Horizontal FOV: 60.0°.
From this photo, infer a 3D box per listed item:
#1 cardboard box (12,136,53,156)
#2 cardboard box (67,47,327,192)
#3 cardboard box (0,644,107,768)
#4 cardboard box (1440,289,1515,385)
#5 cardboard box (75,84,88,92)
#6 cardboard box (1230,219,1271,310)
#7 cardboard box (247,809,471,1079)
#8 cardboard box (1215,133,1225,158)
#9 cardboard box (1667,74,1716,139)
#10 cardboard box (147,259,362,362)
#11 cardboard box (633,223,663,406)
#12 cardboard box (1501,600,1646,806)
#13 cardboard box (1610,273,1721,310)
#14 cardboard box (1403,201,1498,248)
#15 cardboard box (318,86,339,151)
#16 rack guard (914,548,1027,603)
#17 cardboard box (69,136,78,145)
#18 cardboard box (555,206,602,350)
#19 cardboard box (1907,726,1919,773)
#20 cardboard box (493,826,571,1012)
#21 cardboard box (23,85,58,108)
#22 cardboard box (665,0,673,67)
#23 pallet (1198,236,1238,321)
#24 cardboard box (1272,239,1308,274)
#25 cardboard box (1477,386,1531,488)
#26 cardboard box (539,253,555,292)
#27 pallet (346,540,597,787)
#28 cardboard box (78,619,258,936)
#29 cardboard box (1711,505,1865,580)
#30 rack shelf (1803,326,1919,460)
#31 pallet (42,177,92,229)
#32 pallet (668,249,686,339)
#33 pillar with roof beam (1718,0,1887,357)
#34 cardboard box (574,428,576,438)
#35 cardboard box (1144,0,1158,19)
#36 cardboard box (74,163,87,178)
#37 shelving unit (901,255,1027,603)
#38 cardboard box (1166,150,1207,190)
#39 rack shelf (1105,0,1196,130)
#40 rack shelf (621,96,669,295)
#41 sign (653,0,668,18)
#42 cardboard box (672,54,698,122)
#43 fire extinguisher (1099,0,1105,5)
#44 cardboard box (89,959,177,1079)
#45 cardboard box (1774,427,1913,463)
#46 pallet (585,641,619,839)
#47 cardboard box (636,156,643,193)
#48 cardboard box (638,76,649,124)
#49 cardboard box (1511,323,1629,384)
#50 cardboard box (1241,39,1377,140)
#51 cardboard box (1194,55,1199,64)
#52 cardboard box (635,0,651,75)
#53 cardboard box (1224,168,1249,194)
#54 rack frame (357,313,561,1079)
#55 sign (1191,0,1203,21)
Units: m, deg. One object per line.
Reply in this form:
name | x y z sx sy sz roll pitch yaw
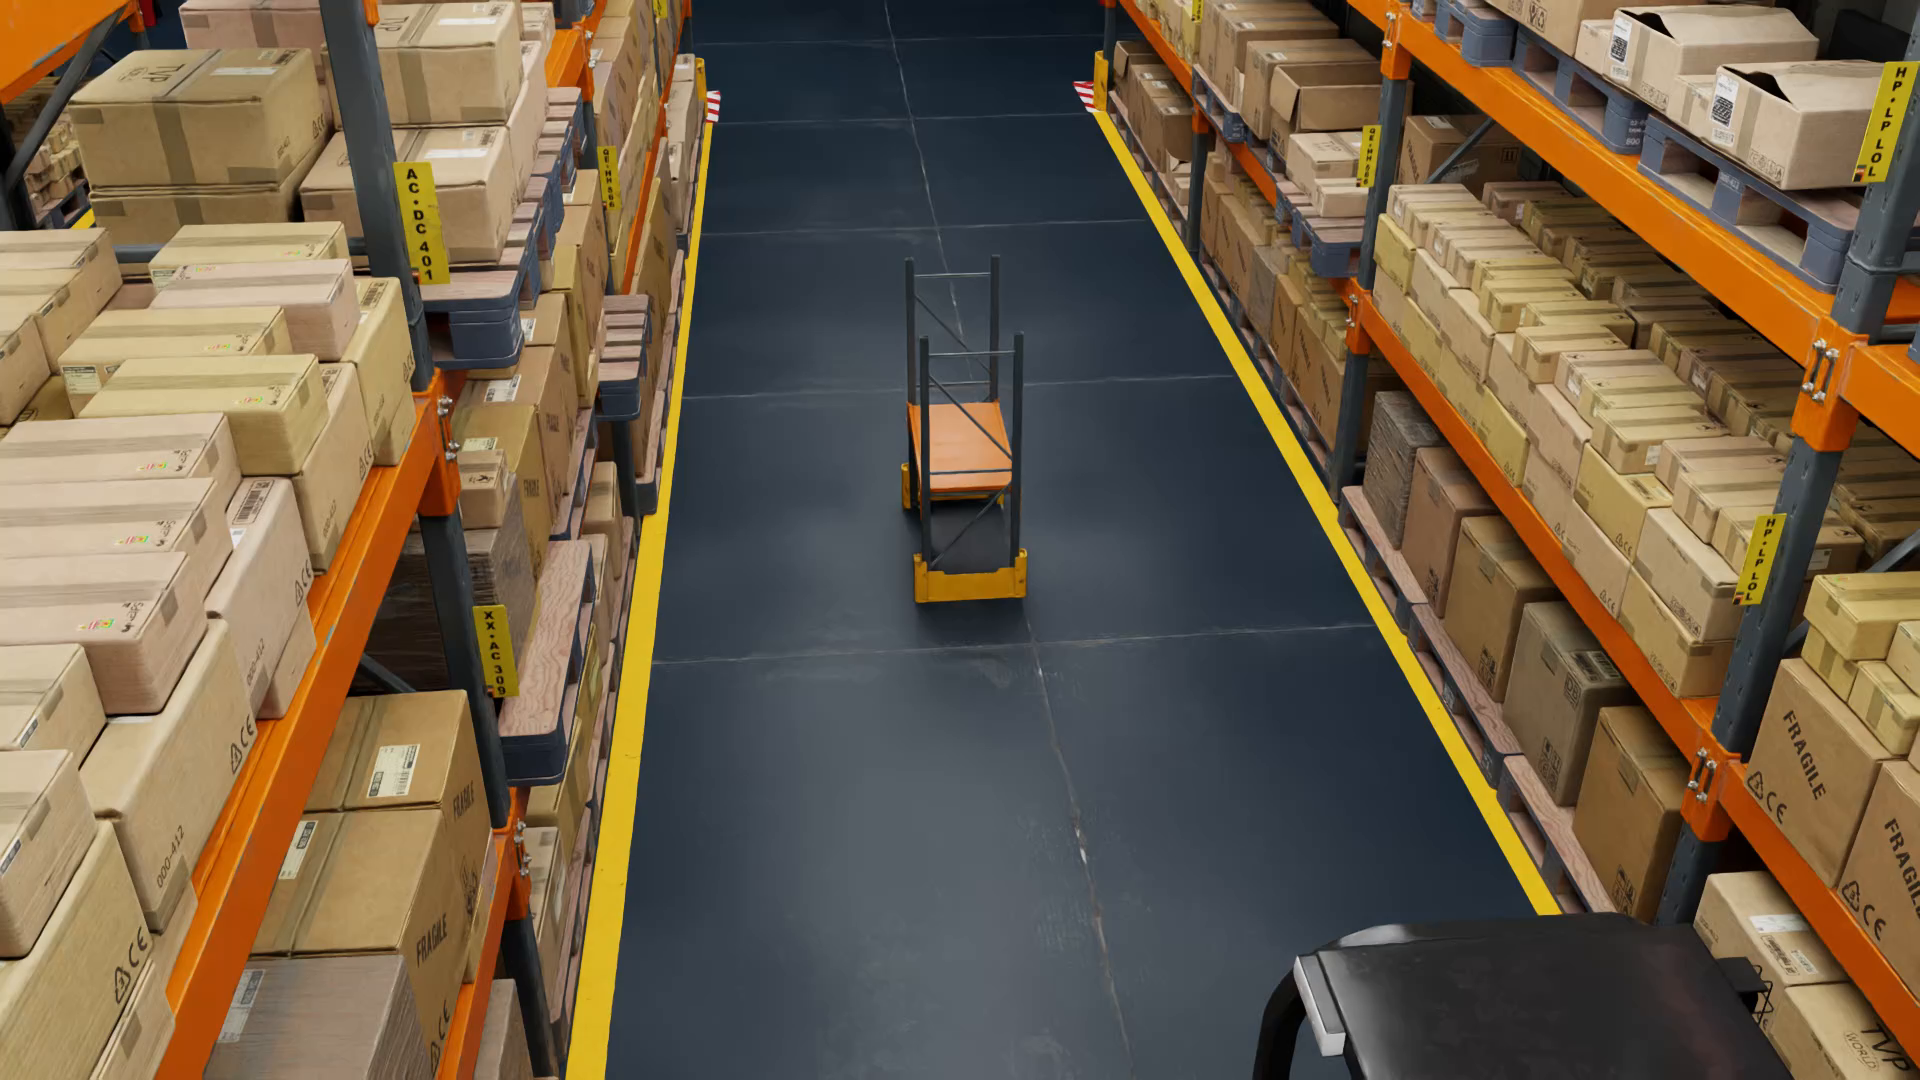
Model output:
cardboard box | -7.544 -3.130 13.356 0.380 0.149 0.250 -4 31 -7
cardboard box | -2.096 -1.174 4.614 0.500 0.250 0.500 -2 31 -3
cardboard box | -1.483 0.284 2.391 0.380 0.149 0.250 -2 31 -4
cardboard box | 2.527 -0.936 7.551 0.500 0.250 0.500 -4 31 -6
cardboard box | -7.687 -3.926 14.689 0.380 0.149 0.250 -2 31 -4
cardboard box | 2.202 -1.913 11.556 0.500 0.500 0.500 -4 31 -6
cardboard box | -1.571 1.041 4.195 0.500 0.500 0.500 -2 31 -3
cardboard box | 2.108 -2.910 12.303 0.380 0.149 0.250 -3 31 -5
cardboard box | 2.621 -1.456 5.575 0.380 0.149 0.250 -3 31 -5
cardboard box | -1.568 -0.508 3.717 0.380 0.149 0.250 -3 31 -6
cardboard box | -2.350 -1.388 10.312 0.875 0.875 0.875 -2 31 -4
cardboard box | 2.901 0.671 7.107 0.875 0.625 0.625 -3 31 -5
cardboard box | 3.129 -1.067 7.381 0.380 0.149 0.250 -3 31 -5
cardboard box | 2.415 -1.556 8.200 0.380 0.149 0.250 -2 31 -4
cardboard box | -2.156 -1.219 5.178 0.500 0.250 0.500 -2 31 -4
rack guard | 0.054 0.186 8.695 0.587 0.250 0.087 -3 31 -5
cardboard box | -7.505 -3.271 13.882 0.380 0.149 0.250 -1 31 -2
cardboard box | -1.911 -1.177 7.498 0.500 0.500 0.500 -3 31 -5
cardboard box | 2.872 0.612 4.570 0.380 0.149 0.250 -3 31 -5
cardboard box | -1.967 1.414 6.110 0.950 0.372 0.625 -2 31 -4
cardboard box | -8.099 -3.897 14.639 0.380 0.149 0.250 -2 31 -4
cardboard box | -2.489 -3.902 12.761 0.500 0.500 0.500 -3 31 -4
pallet | 2.392 -1.979 12.358 1.003 0.211 1.213 -3 31 -5
cardboard box | 2.258 -1.852 10.821 0.380 0.149 0.250 -4 31 -7
cardboard box | 2.595 -0.461 7.242 0.500 0.250 0.500 -2 31 -3
cardboard box | -1.855 -1.116 6.763 0.380 0.149 0.250 -4 31 -7
pallet | -1.842 0.419 5.810 1.003 0.211 1.213 -3 31 -5
cardboard box | -1.462 0.373 2.631 0.500 0.250 0.500 -2 31 -4
cardboard box | 2.773 0.009 5.579 0.380 0.149 0.250 -2 31 -3
rack shelf | 3.213 0.537 3.203 1.077 0.370 4.000 -3 31 -5
pallet | -7.797 -2.830 13.782 1.003 0.211 1.213 -3 31 -5
pallet | -2.516 -1.763 11.995 1.003 0.211 1.213 -3 31 -5
pillar with roof beam | -0.614 -3.295 5.990 9.100 9.000 0.400 -3 31 -5
cardboard box | -1.801 -0.437 6.892 0.380 0.149 0.250 -4 31 -6
cardboard box | 1.778 -4.550 14.187 0.380 0.149 0.250 -2 31 -3
cardboard box | -7.507 -3.143 13.957 0.380 0.149 0.250 -2 31 -4
shelving unit | 0.007 -0.605 8.800 0.587 1.500 1.083 -3 31 -5
cardboard box | 1.901 -3.049 13.686 0.396 0.266 0.258 -2 31 -3
rack shelf | 2.092 -4.302 14.229 1.077 0.370 4.000 -3 31 -5
rack shelf | -2.476 -2.020 10.409 1.077 0.370 4.000 -3 31 -5
sign | -2.124 -3.844 11.709 0.100 0.325 0.005 -3 31 -5
cardboard box | -2.875 -4.141 15.346 0.875 0.438 0.875 -4 31 -6
fire extinguisher | 1.431 -5.492 15.958 0.296 0.674 0.183 -3 31 -5
cardboard box | -1.374 0.752 2.386 0.380 0.149 0.250 -2 31 -4
cardboard box | 3.212 -0.284 6.070 0.380 0.149 0.250 -3 31 -5
pallet | -2.107 0.910 7.521 1.003 0.211 1.213 -3 31 -5
cardboard box | -2.243 -2.287 10.300 0.500 0.250 0.500 -3 31 -5
cardboard box | -2.271 -2.768 10.618 0.500 0.250 0.500 -2 31 -3
cardboard box | 2.522 -0.773 6.890 0.380 0.149 0.250 -4 31 -6
cardboard box | 2.223 -2.890 10.657 0.700 0.500 0.500 -3 31 -5
cardboard box | 1.998 -3.633 12.652 0.380 0.149 0.250 -2 31 -4
cardboard box | -2.315 -3.343 10.848 0.500 0.500 0.500 -2 31 -4
cardboard box | 2.150 -2.642 12.144 0.380 0.149 0.250 -4 31 -6
rack frame | -1.915 0.734 5.096 1.000 3.000 0.127 -3 31 -5
sign | 1.739 -3.932 12.063 0.100 0.325 0.005 -3 31 -5
